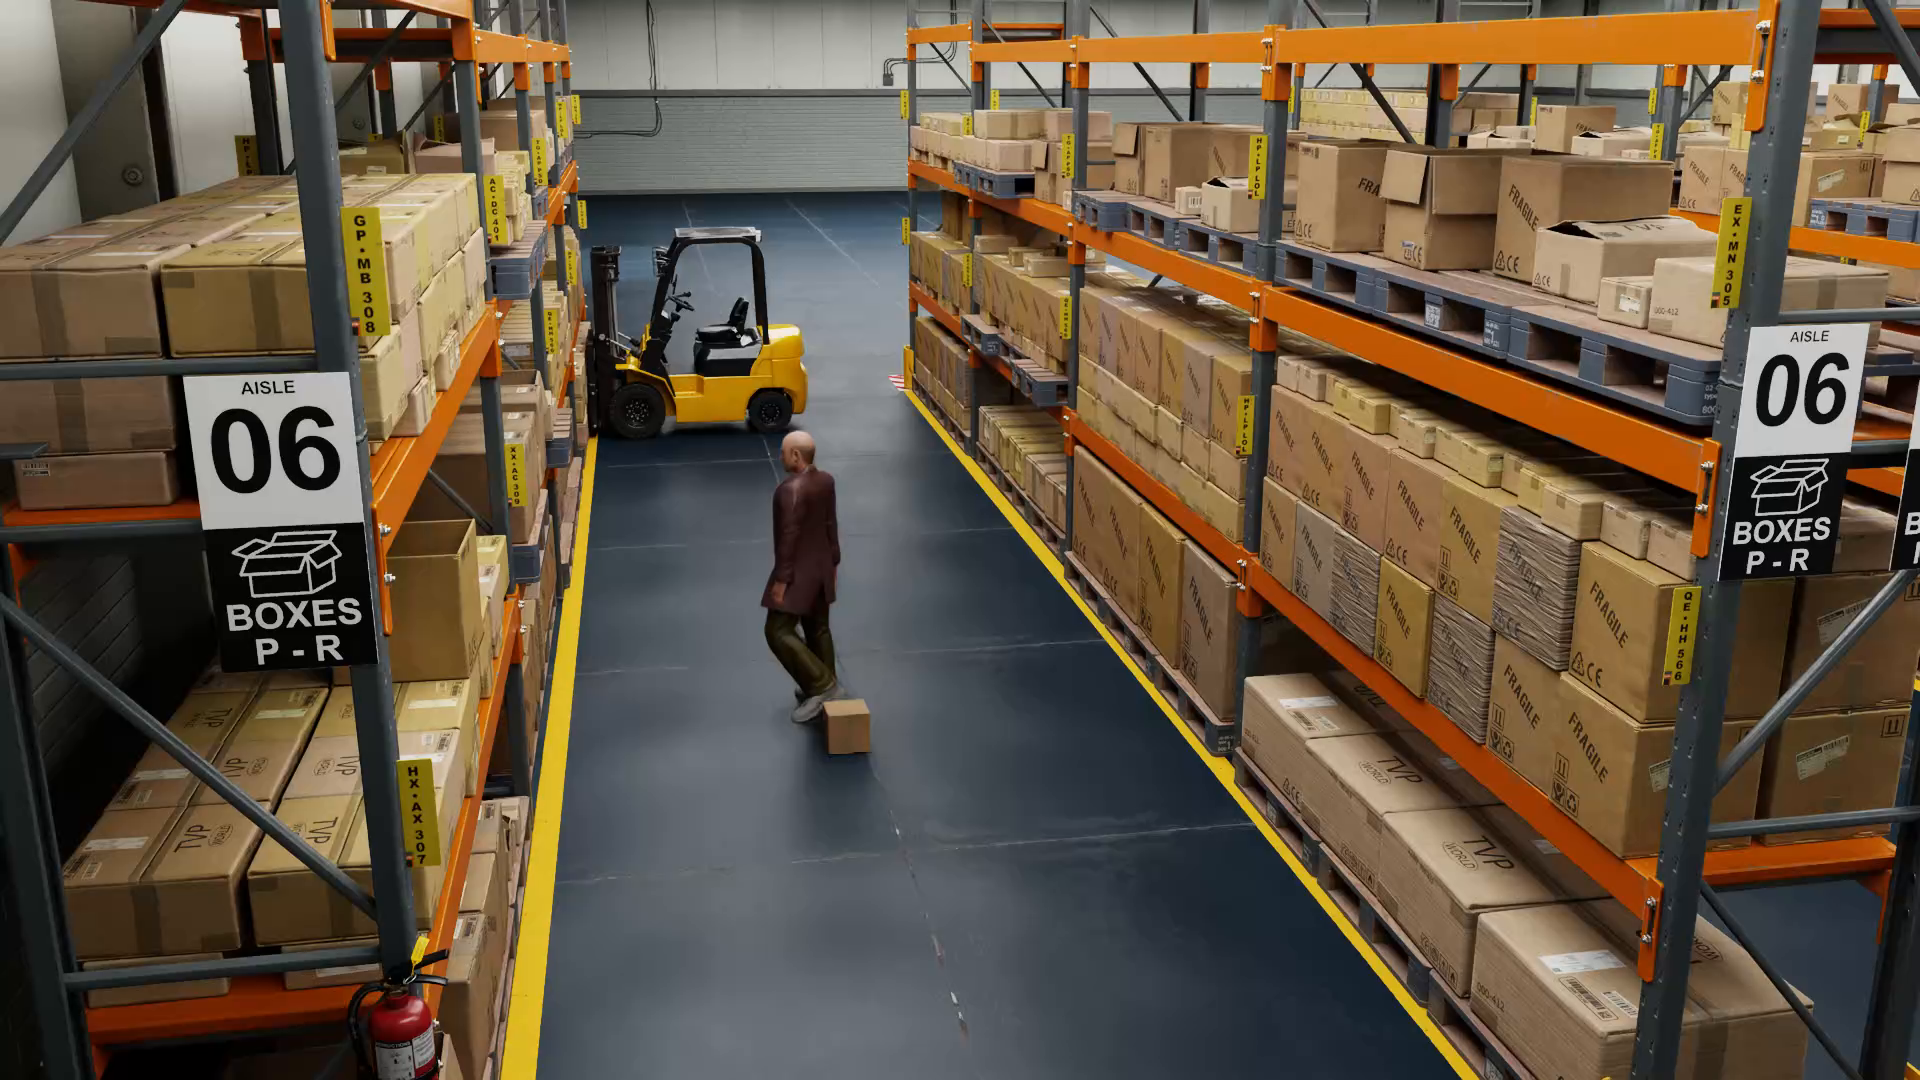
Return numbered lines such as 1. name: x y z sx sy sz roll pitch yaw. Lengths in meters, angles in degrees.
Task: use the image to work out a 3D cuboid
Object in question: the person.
1. person: -0.921 0.218 10.246 0.546 1.766 0.732 7 18 24
